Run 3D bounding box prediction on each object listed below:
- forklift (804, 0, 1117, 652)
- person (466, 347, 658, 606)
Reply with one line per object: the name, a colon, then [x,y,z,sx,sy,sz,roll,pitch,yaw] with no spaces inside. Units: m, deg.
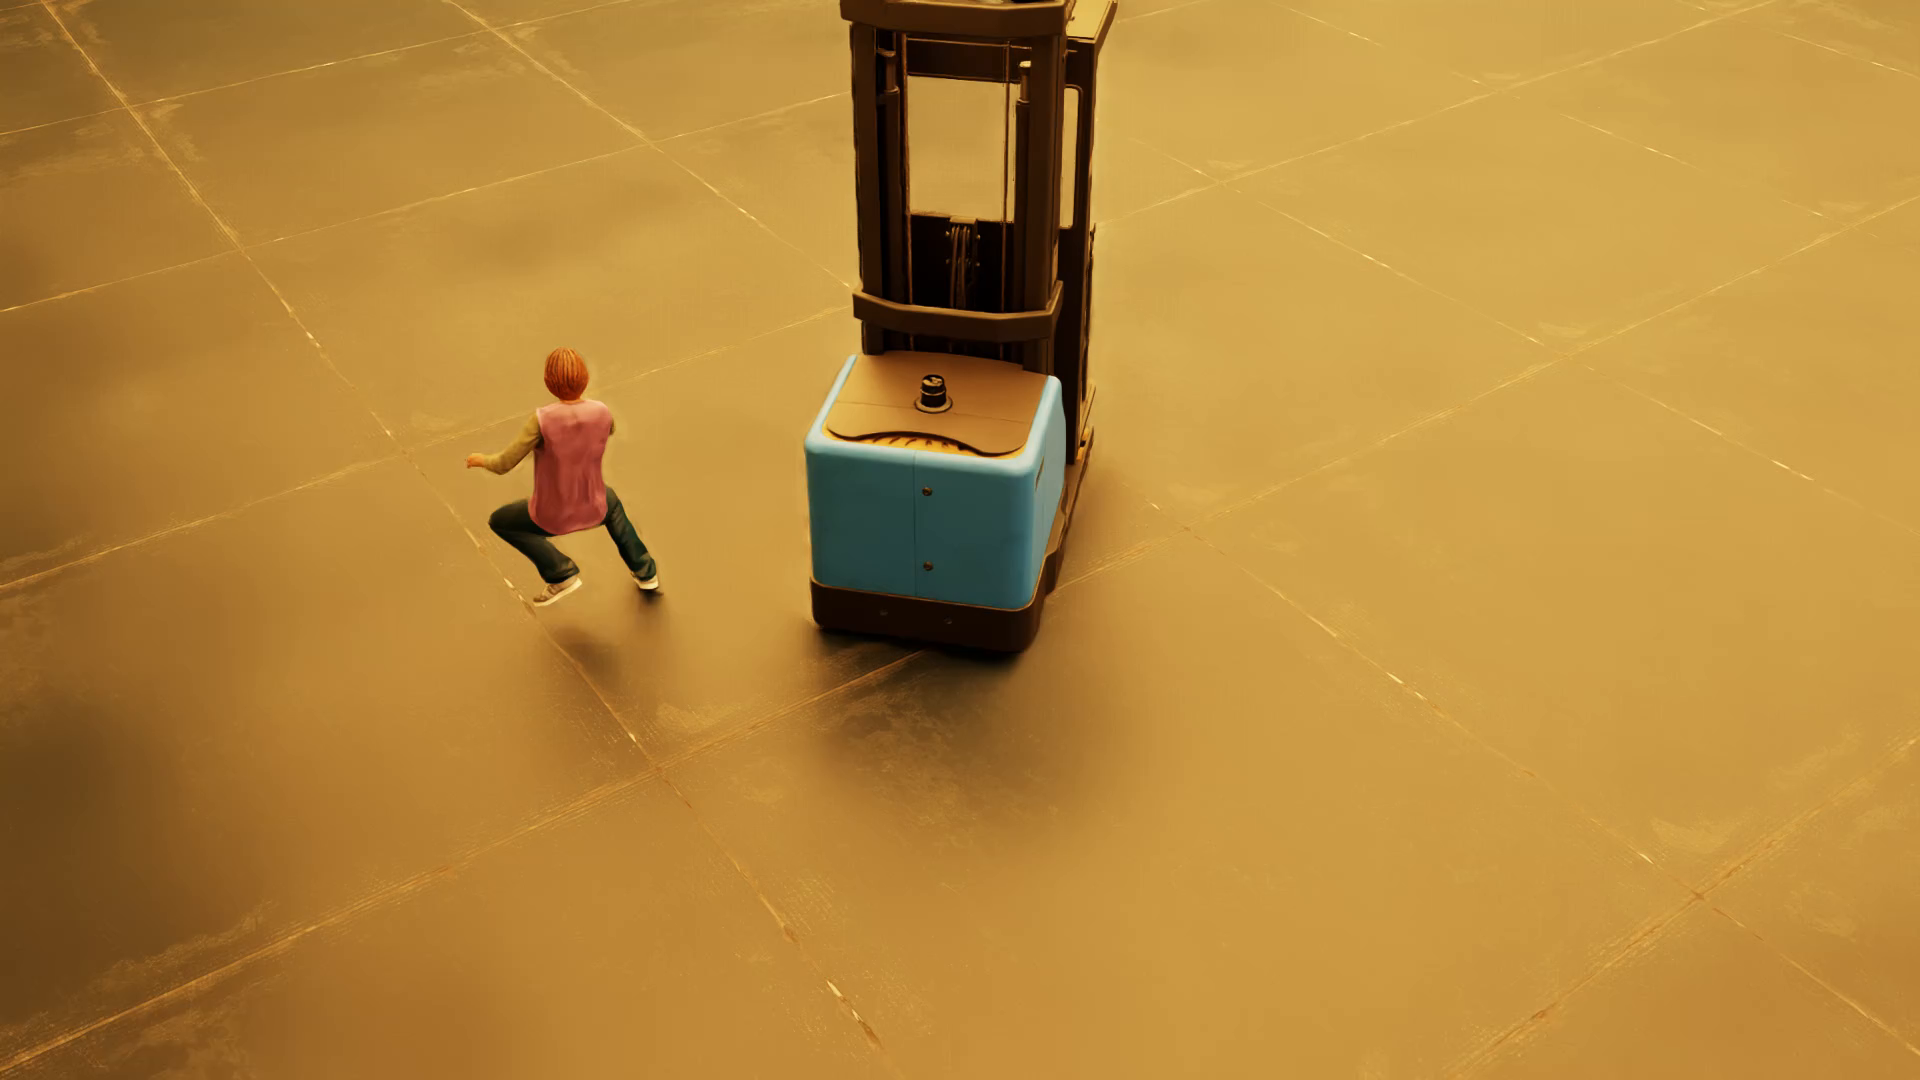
forklift: [0.110,-1.543,8.031,1.130,2.935,3.031,7,37,9]
person: [-1.841,-0.281,7.631,0.752,1.443,0.679,-21,41,-26]
